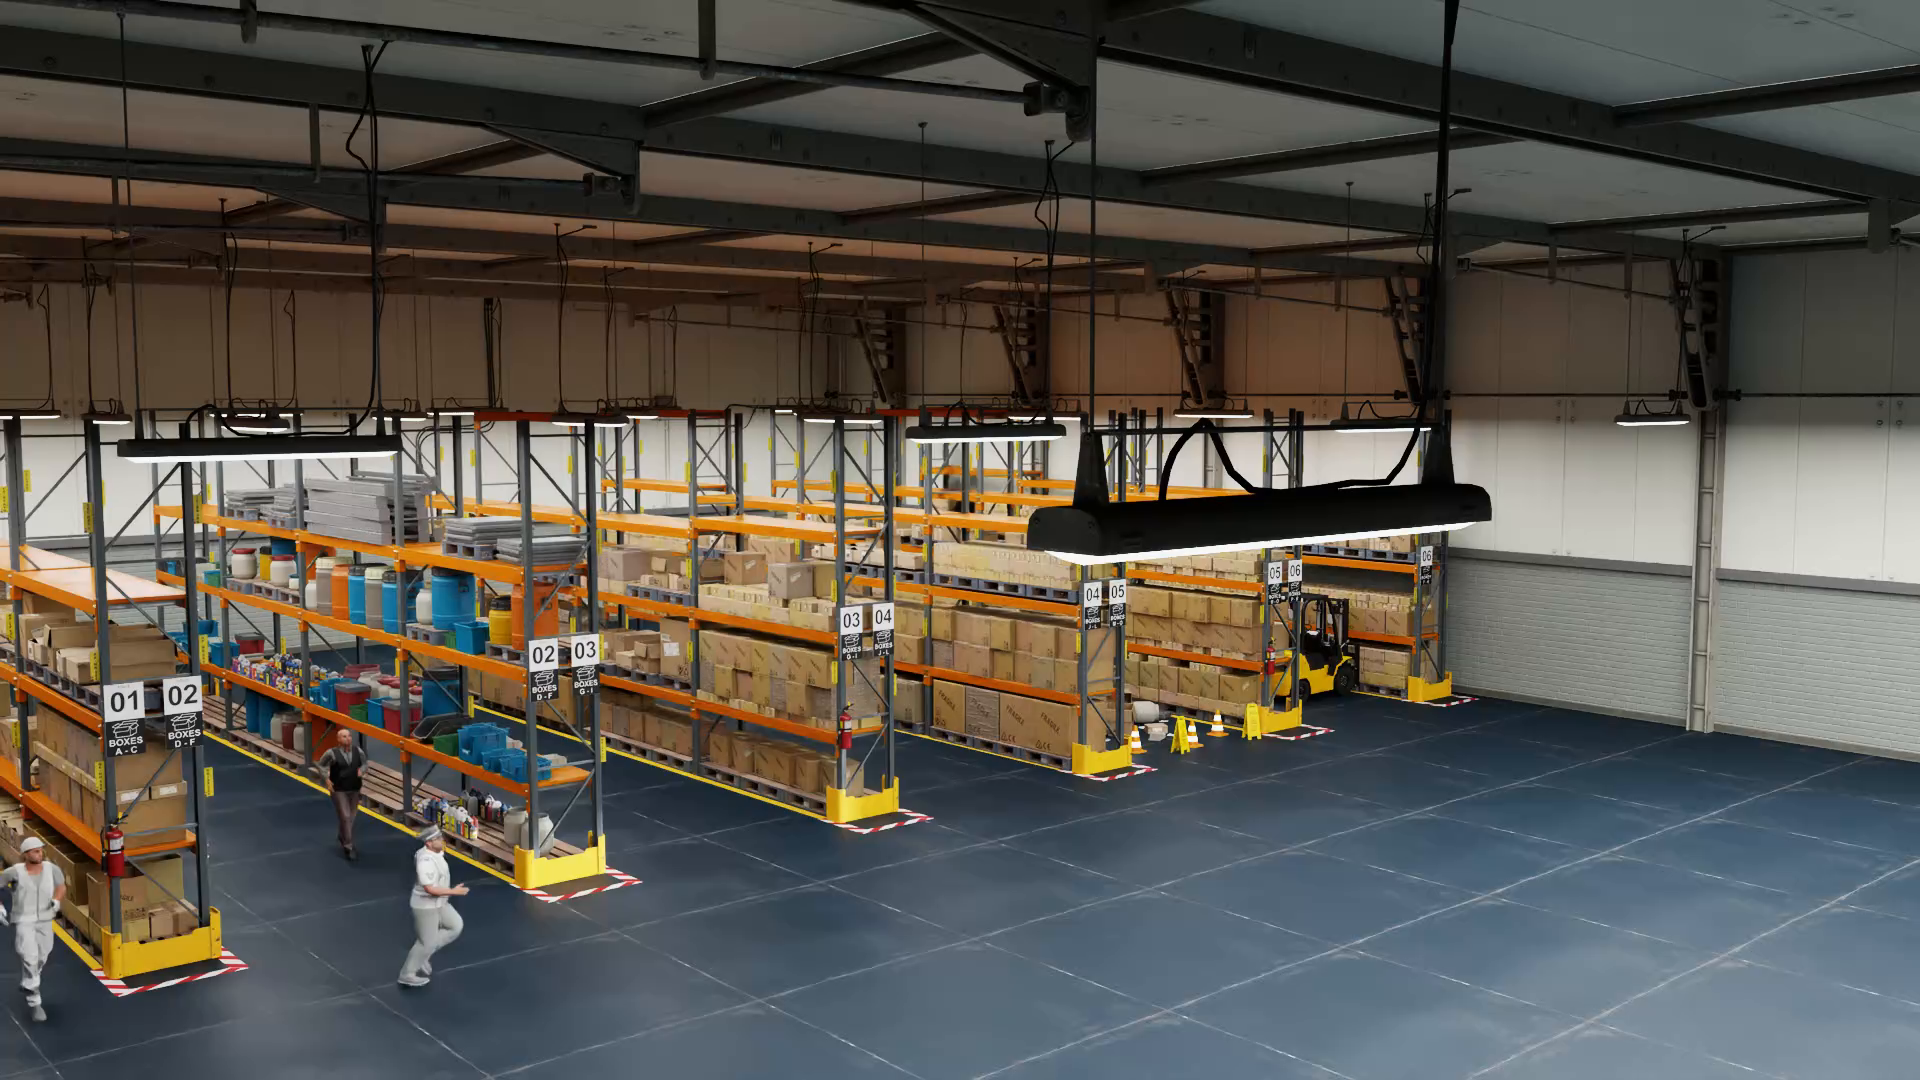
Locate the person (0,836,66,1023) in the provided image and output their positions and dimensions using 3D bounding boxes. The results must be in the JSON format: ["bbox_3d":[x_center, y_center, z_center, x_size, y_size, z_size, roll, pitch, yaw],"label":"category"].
[{"bbox_3d":[-9.494,3.945,17.079,0.895,1.804,0.676,4,6,39],"label":"person"}]

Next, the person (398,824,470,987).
[{"bbox_3d":[-5.642,3.888,17.857,0.767,1.733,0.684,0,5,-5],"label":"person"}]

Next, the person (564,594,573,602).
[{"bbox_3d":[-9.519,2.016,40.176,0.717,1.609,0.694,2,5,22],"label":"person"}]

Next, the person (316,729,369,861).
[{"bbox_3d":[-8.436,3.464,22.845,0.654,1.753,0.788,-5,7,-43],"label":"person"}]
